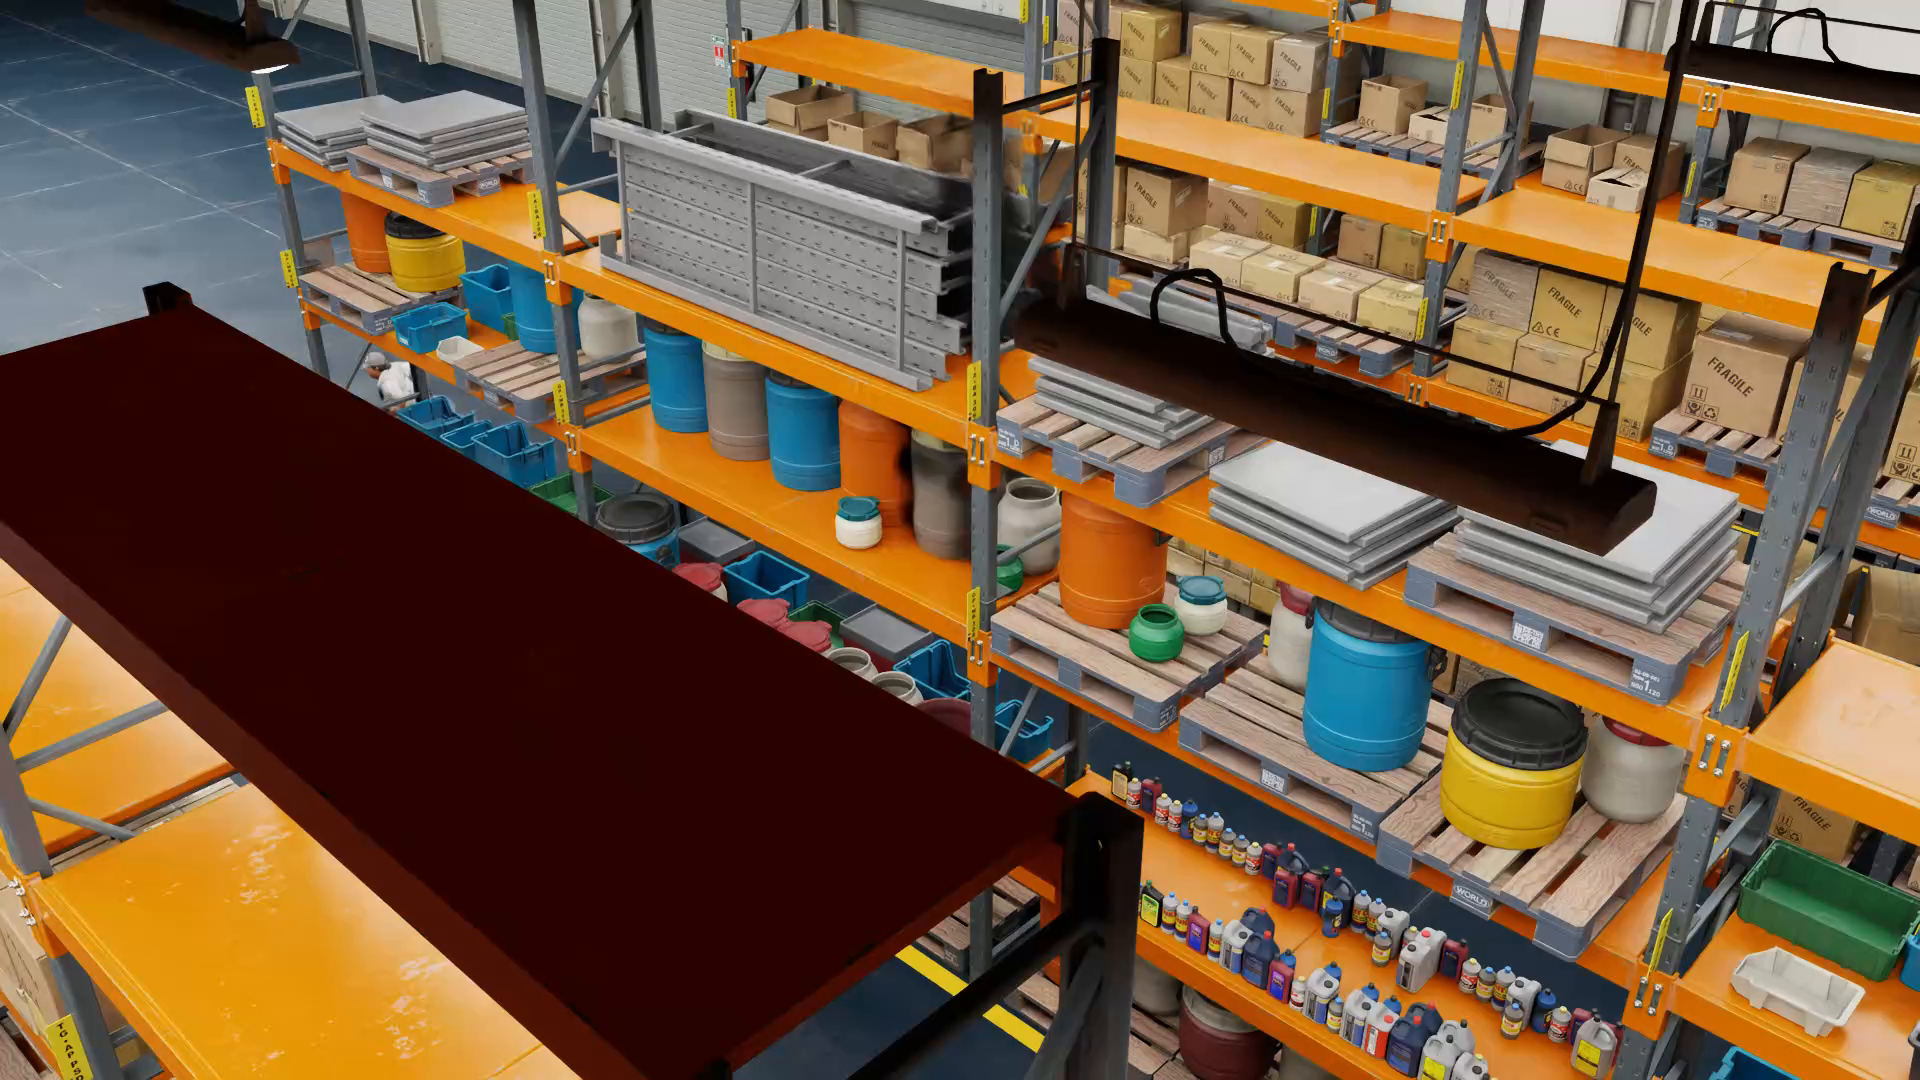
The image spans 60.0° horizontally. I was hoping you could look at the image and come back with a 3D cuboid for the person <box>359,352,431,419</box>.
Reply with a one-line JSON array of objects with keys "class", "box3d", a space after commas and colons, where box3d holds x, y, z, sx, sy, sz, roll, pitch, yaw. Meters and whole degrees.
[{"class": "person", "box3d": [-5.415, -1.166, 16.761, 1.037, 1.627, 0.648, -5, 30, -8]}]
